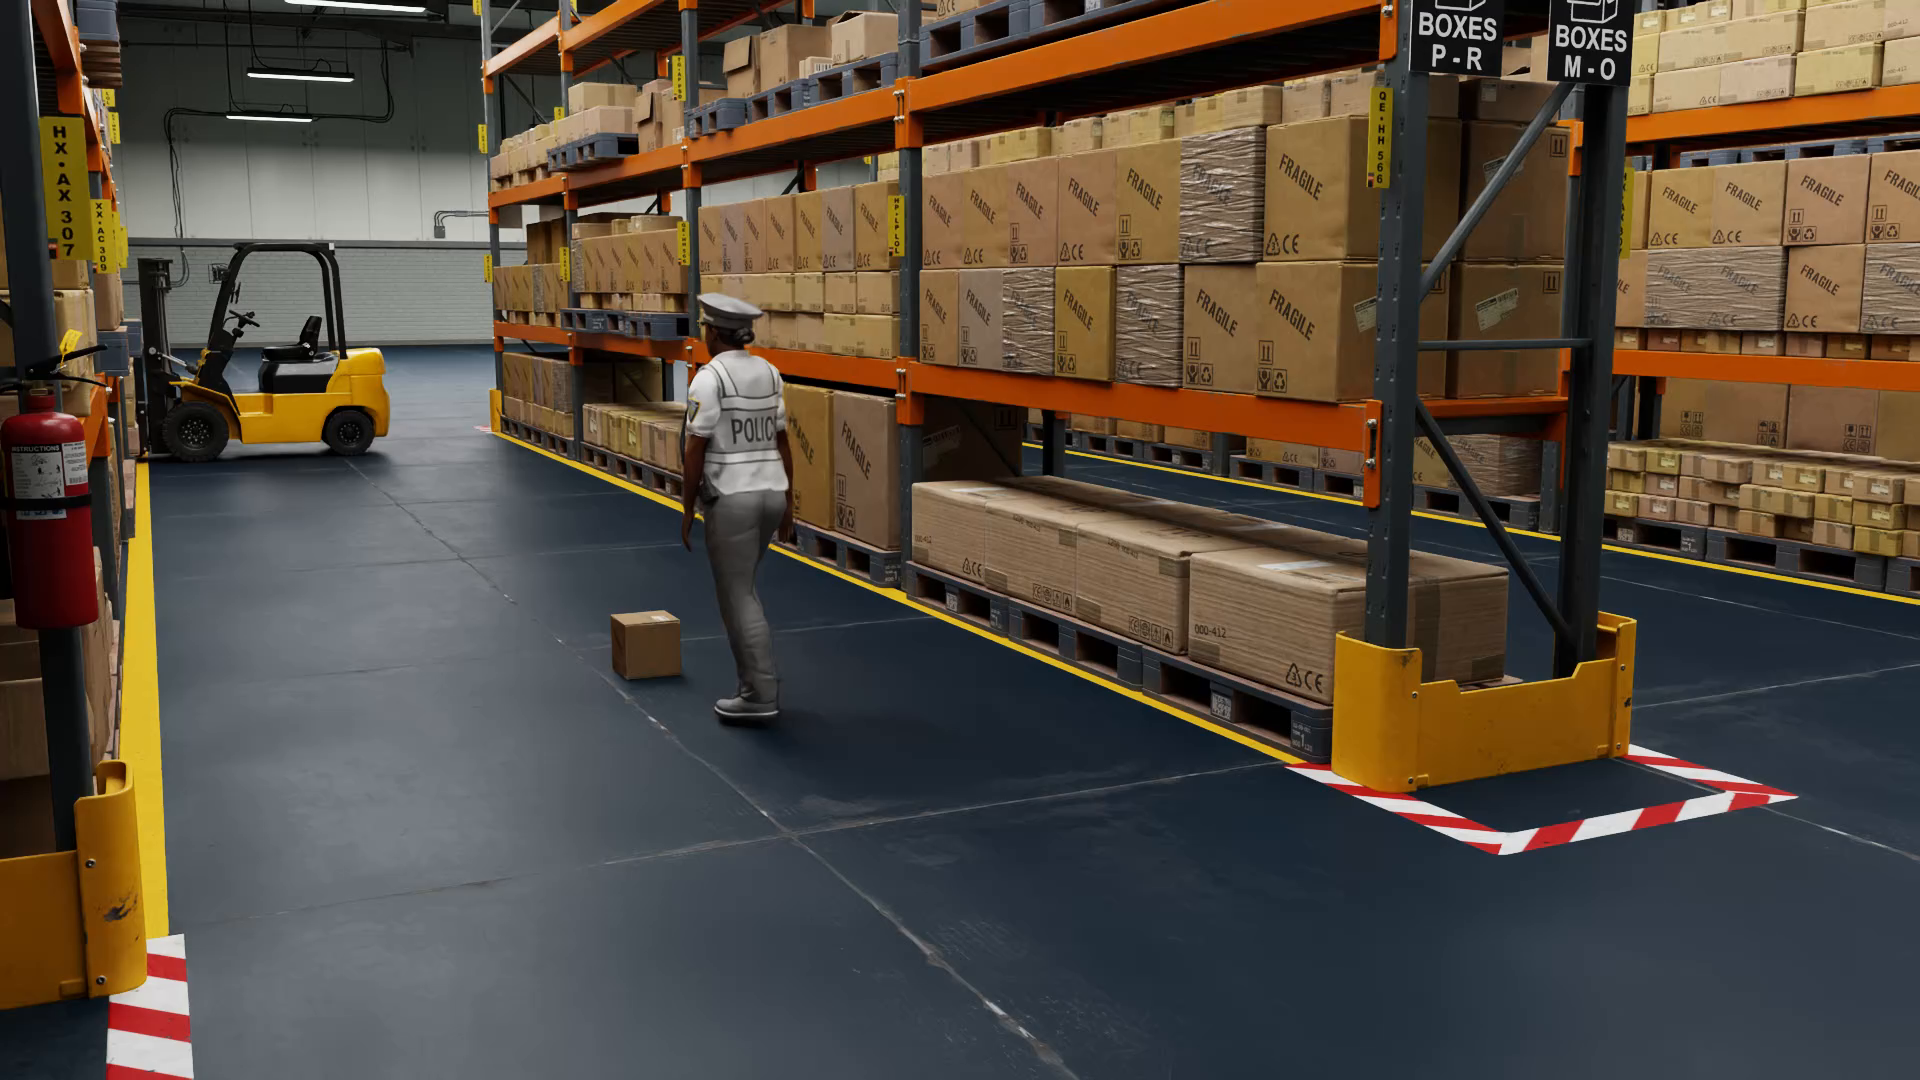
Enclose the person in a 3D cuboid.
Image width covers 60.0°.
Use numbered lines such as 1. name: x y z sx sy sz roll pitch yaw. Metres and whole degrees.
1. person: -0.854 -0.114 6.578 0.420 1.706 0.447 6 10 32
